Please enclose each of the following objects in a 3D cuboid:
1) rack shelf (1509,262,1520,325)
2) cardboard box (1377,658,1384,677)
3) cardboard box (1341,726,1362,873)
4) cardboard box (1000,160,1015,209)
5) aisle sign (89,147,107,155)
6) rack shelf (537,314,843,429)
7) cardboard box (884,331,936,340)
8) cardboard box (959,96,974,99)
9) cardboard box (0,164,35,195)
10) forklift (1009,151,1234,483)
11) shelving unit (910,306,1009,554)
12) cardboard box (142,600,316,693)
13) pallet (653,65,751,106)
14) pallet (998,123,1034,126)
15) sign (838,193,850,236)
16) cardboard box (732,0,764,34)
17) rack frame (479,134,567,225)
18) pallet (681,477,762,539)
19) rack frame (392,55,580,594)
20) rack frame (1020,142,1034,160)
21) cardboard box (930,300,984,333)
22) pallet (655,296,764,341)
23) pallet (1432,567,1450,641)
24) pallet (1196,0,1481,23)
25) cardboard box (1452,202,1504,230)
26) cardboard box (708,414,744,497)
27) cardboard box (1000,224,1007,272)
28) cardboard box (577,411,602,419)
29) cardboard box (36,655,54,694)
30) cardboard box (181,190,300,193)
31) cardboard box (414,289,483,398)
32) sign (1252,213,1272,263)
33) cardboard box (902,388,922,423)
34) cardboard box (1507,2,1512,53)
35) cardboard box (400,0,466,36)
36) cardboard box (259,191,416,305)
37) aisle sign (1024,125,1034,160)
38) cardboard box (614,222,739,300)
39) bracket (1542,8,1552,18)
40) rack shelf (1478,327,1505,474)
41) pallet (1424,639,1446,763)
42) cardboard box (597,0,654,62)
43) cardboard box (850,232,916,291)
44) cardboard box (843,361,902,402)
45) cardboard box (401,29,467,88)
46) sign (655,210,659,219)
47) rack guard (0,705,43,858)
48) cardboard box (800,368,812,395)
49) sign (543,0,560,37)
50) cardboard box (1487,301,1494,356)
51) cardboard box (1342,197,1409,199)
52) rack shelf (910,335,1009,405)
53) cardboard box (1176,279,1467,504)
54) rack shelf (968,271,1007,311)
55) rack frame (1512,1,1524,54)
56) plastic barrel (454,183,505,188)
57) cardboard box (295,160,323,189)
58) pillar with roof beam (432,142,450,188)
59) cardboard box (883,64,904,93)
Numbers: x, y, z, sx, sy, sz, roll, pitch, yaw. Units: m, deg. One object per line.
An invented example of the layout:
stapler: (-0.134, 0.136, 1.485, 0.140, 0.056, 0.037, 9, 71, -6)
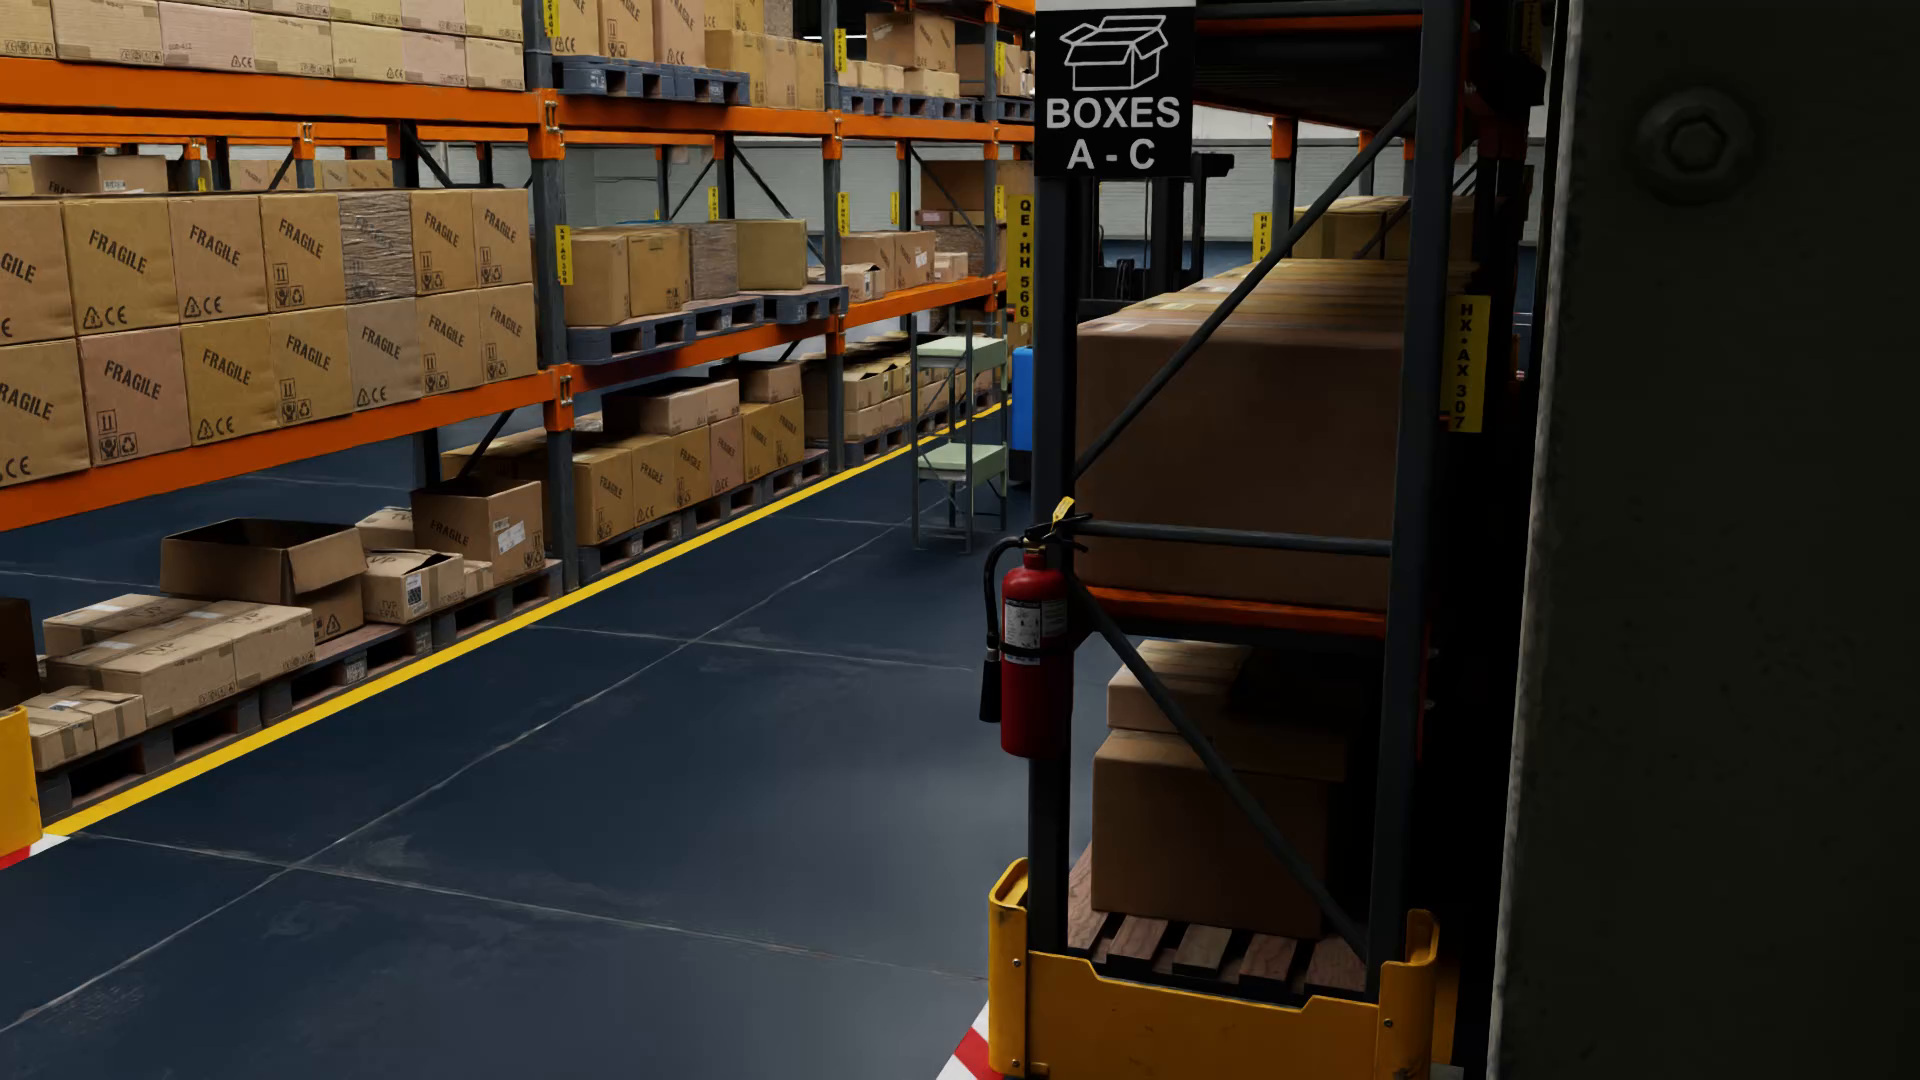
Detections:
rack shelf: (5.207, -2.596, 17.239, 1.077, 0.370, 4.000, 4, 14, 18)
cardboard box: (1.284, 0.371, 5.836, 0.380, 0.149, 0.250, 5, 14, 19)
cardboard box: (0.971, 0.755, 5.615, 0.700, 0.500, 0.500, 4, 14, 18)
cardboard box: (0.171, -3.763, 17.596, 0.700, 0.500, 0.500, 4, 14, 18)
aisle sign: (-13.128, -6.120, 25.220, 0.394, 0.787, 0.004, 4, 14, 18)
rack shelf: (-2.070, -1.268, 11.418, 1.077, 0.370, 4.000, 4, 14, 18)
cardboard box: (-0.498, -1.950, 16.767, 0.500, 0.311, 0.500, 4, 14, 19)
cardboard box: (0.003, -4.768, 17.704, 0.380, 0.149, 0.250, 4, 14, 18)
cardboard box: (-13.473, -4.989, 23.342, 0.875, 0.550, 0.500, 4, 14, 18)
forklift: (1.516, -2.057, 13.415, 1.130, 2.935, 3.031, 7, 15, 27)
shelving unit: (0.002, -0.733, 10.827, 0.431, 1.500, 0.755, 4, 14, 18)
cardboard box: (-3.243, 0.466, 7.395, 0.500, 0.250, 0.500, 4, 14, 18)
pallet: (-2.107, -2.919, 10.718, 1.213, 0.211, 1.003, 4, 14, 18)
pallet: (0.912, -4.996, 19.595, 1.003, 0.211, 1.213, 4, 14, 18)
sign: (-0.906, -2.528, 12.901, 0.100, 0.325, 0.005, 4, 14, 18)
cardboard box: (-1.735, -3.839, 11.856, 0.500, 0.500, 0.500, 4, 14, 18)
rack frame: (-4.814, -3.239, 18.439, 1.000, 3.000, 0.127, 4, 14, 18)
pallet: (-2.097, -0.270, 11.695, 1.003, 0.211, 1.213, 4, 14, 18)
rack frame: (-2.717, -1.197, 9.493, 1.000, 3.000, 0.127, 4, 14, 18)
rack frame: (1.166, -3.724, 20.563, 1.000, 3.000, 0.127, 4, 14, 18)
cardboard box: (-0.013, -2.329, 18.003, 0.500, 0.500, 0.500, 4, 14, 18)
pallet: (-2.048, -1.536, 11.409, 1.003, 0.211, 1.213, 4, 14, 18)
pallet: (2.150, 0.350, 8.980, 1.003, 0.211, 1.213, 4, 14, 18)
pallet: (0.907, -1.576, 4.608, 1.003, 0.211, 1.213, 4, 14, 18)
cardboard box: (2.860, -1.815, 9.575, 0.500, 0.250, 0.500, 4, 13, 17)
cardboard box: (-1.835, -0.602, 11.512, 0.500, 0.500, 0.500, 4, 13, 16)
cardboard box: (0.174, -3.136, 17.762, 0.700, 0.500, 0.500, 4, 14, 18)
cardboard box: (-2.336, -0.634, 11.654, 0.500, 0.500, 0.500, 4, 13, 16)
cardboard box: (-3.852, 0.601, 6.994, 0.380, 0.166, 0.250, 4, 14, 18)
cardboard box: (-3.469, -1.438, 8.075, 0.500, 0.500, 0.500, 4, 13, 17)
cardboard box: (-2.801, -1.014, 8.464, 0.500, 0.500, 0.500, 5, 14, 20)
sign: (1.455, -1.404, 7.976, 0.100, 0.325, 0.005, 4, 14, 18)
cardboard box: (-0.651, -1.209, 14.778, 0.500, 0.250, 0.500, 4, 13, 17)
cardboard box: (2.850, -3.072, 9.753, 0.700, 0.500, 0.500, 5, 14, 21)
cardboard box: (-2.782, -2.603, 8.126, 0.500, 0.250, 0.500, 4, 14, 18)
cardboard box: (-2.962, -1.394, 7.885, 0.500, 0.500, 0.500, 4, 14, 19)
aisle sign: (0.897, -5.027, 20.431, 0.394, 0.787, 0.004, 4, 14, 18)
cardboard box: (-1.997, -1.974, 11.725, 0.700, 0.500, 0.500, 7, 15, 29)
bracket: (15.683, -14.093, 44.421, 0.235, 0.232, 0.430, 4, 14, 18)
rack shelf: (2.618, -0.912, 9.859, 1.077, 0.370, 4.000, 4, 14, 18)
pallet: (1.651, 0.672, 7.568, 1.003, 0.211, 1.213, 4, 14, 18)
cardboard box: (-2.290, -3.205, 10.156, 0.600, 0.600, 0.600, 4, 14, 18)
cardboard box: (-0.725, -2.554, 15.211, 0.500, 0.500, 0.500, 4, 14, 18)
cardboard box: (-0.814, -1.378, 14.258, 0.500, 0.311, 0.500, 4, 13, 17)
cardboard box: (-2.795, -2.361, 8.186, 0.500, 0.250, 0.500, 4, 14, 18)
sign: (-4.039, -4.257, 22.276, 0.100, 0.325, 0.005, 4, 14, 18)
rack guard: (-3.987, 0.847, 6.152, 1.175, 0.500, 0.348, 4, 14, 18)
cardboard box: (-1.486, -1.305, 13.941, 0.500, 0.311, 0.500, 5, 14, 20)
sign: (-2.201, -2.874, 8.938, 0.100, 0.325, 0.005, 4, 14, 18)
cardboard box: (2.528, -1.234, 8.717, 0.500, 0.500, 0.500, 4, 14, 19)
cardboard box: (2.702, -2.063, 10.661, 0.500, 0.250, 0.500, 4, 14, 18)
rack shelf: (0.002, -1.113, 10.740, 0.431, 0.370, 0.720, 4, 14, 18)
cardboard box: (1.313, -0.568, 6.060, 0.980, 0.700, 0.700, 4, 13, 16)
rack shelf: (0.518, -2.952, 18.798, 1.077, 0.370, 4.000, 4, 14, 18)
rack frame: (3.266, -4.609, 10.957, 1.000, 3.000, 0.127, 4, 14, 18)
plastic barrel: (-5.226, -3.424, 18.123, 0.600, 0.901, 0.708, 4, 14, 18)
cardboard box: (-8.641, -4.670, 21.569, 0.500, 0.500, 0.500, 4, 14, 18)
pillar with roof beam: (-11.521, -13.095, 48.136, 9.100, 9.000, 0.548, 4, 14, 18)
cardboard box: (-0.805, -4.078, 14.765, 0.500, 0.250, 0.500, 3, 13, 14)
